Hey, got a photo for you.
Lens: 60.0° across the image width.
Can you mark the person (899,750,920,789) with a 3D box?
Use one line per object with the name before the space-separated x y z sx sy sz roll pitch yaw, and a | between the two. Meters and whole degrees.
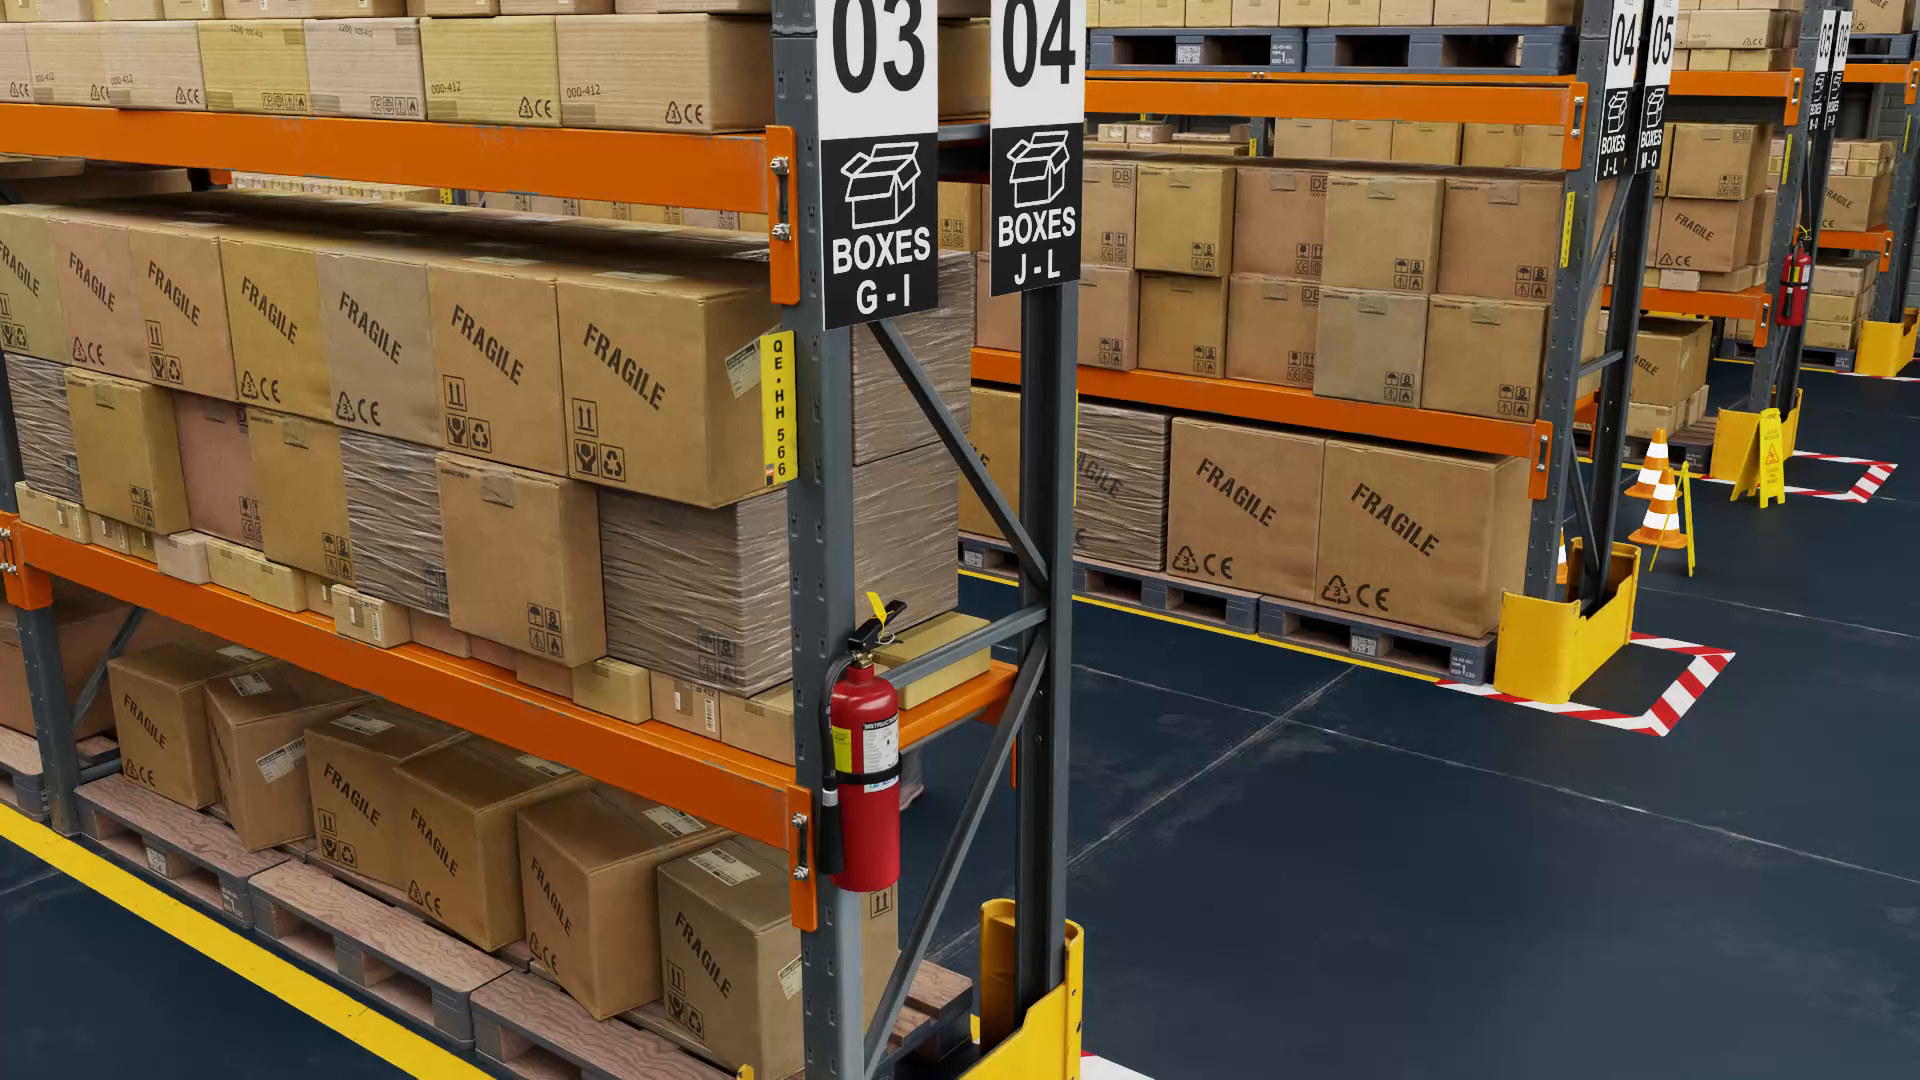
person | -0.352 0.537 6.680 0.496 1.022 0.756 12 20 35
